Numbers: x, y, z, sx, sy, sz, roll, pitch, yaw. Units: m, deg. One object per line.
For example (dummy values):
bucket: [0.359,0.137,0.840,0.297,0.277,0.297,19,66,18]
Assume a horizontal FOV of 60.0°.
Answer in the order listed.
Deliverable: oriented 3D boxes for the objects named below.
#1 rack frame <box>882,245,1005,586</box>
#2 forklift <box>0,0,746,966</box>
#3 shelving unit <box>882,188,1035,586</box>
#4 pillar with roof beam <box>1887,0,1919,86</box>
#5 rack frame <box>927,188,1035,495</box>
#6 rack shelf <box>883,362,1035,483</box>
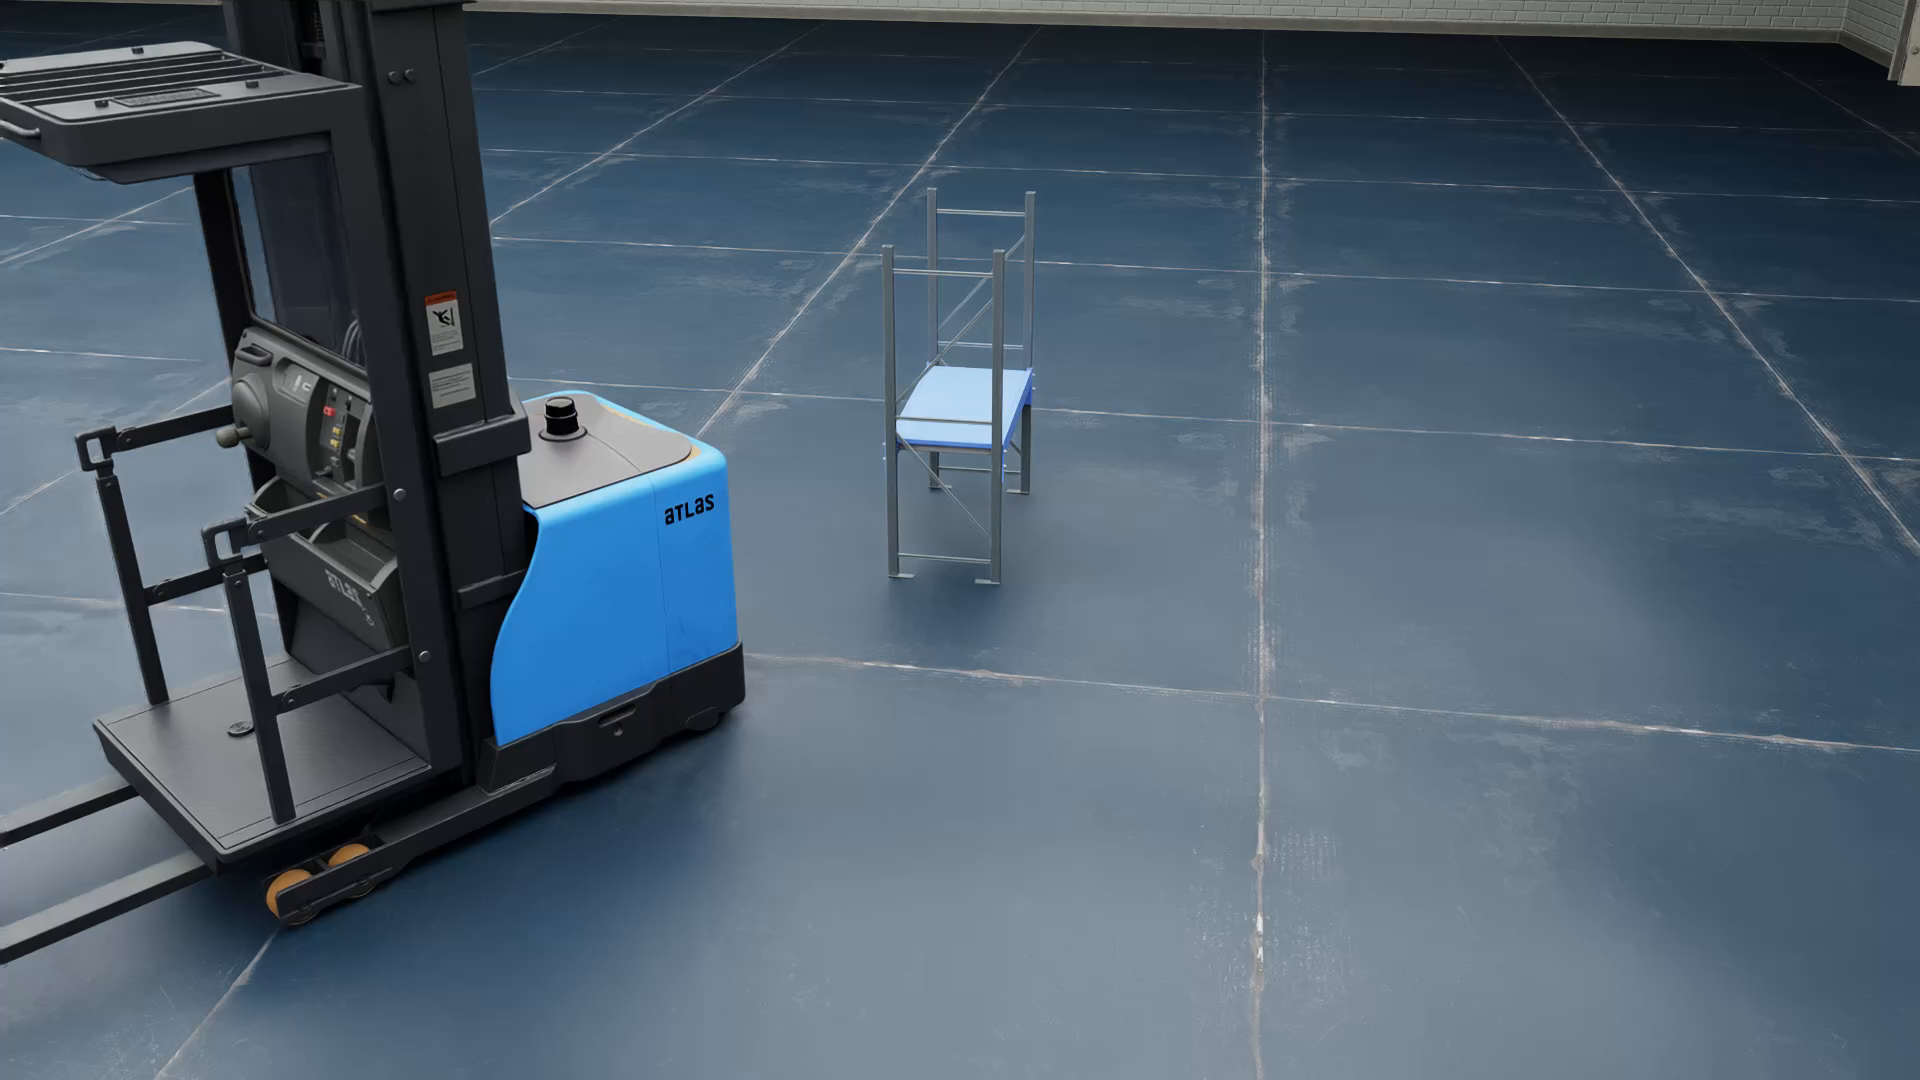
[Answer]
rack frame: [-0.069,-0.502,7.054,0.500,1.500,0.032,4,25,9]
forklift: [-2.219,-0.376,5.096,3.031,2.935,1.130,-23,33,-39]
shelving unit: [0.014,-0.715,7.508,0.538,1.500,1.048,4,25,9]
pillar with roof beam: [6.461,-9.542,17.522,9.100,9.000,0.400,4,25,9]
rack frame: [0.097,-0.928,7.962,0.500,1.500,0.032,4,25,9]
rack shelf: [0.014,-0.552,7.585,0.538,0.185,1.000,4,25,9]
